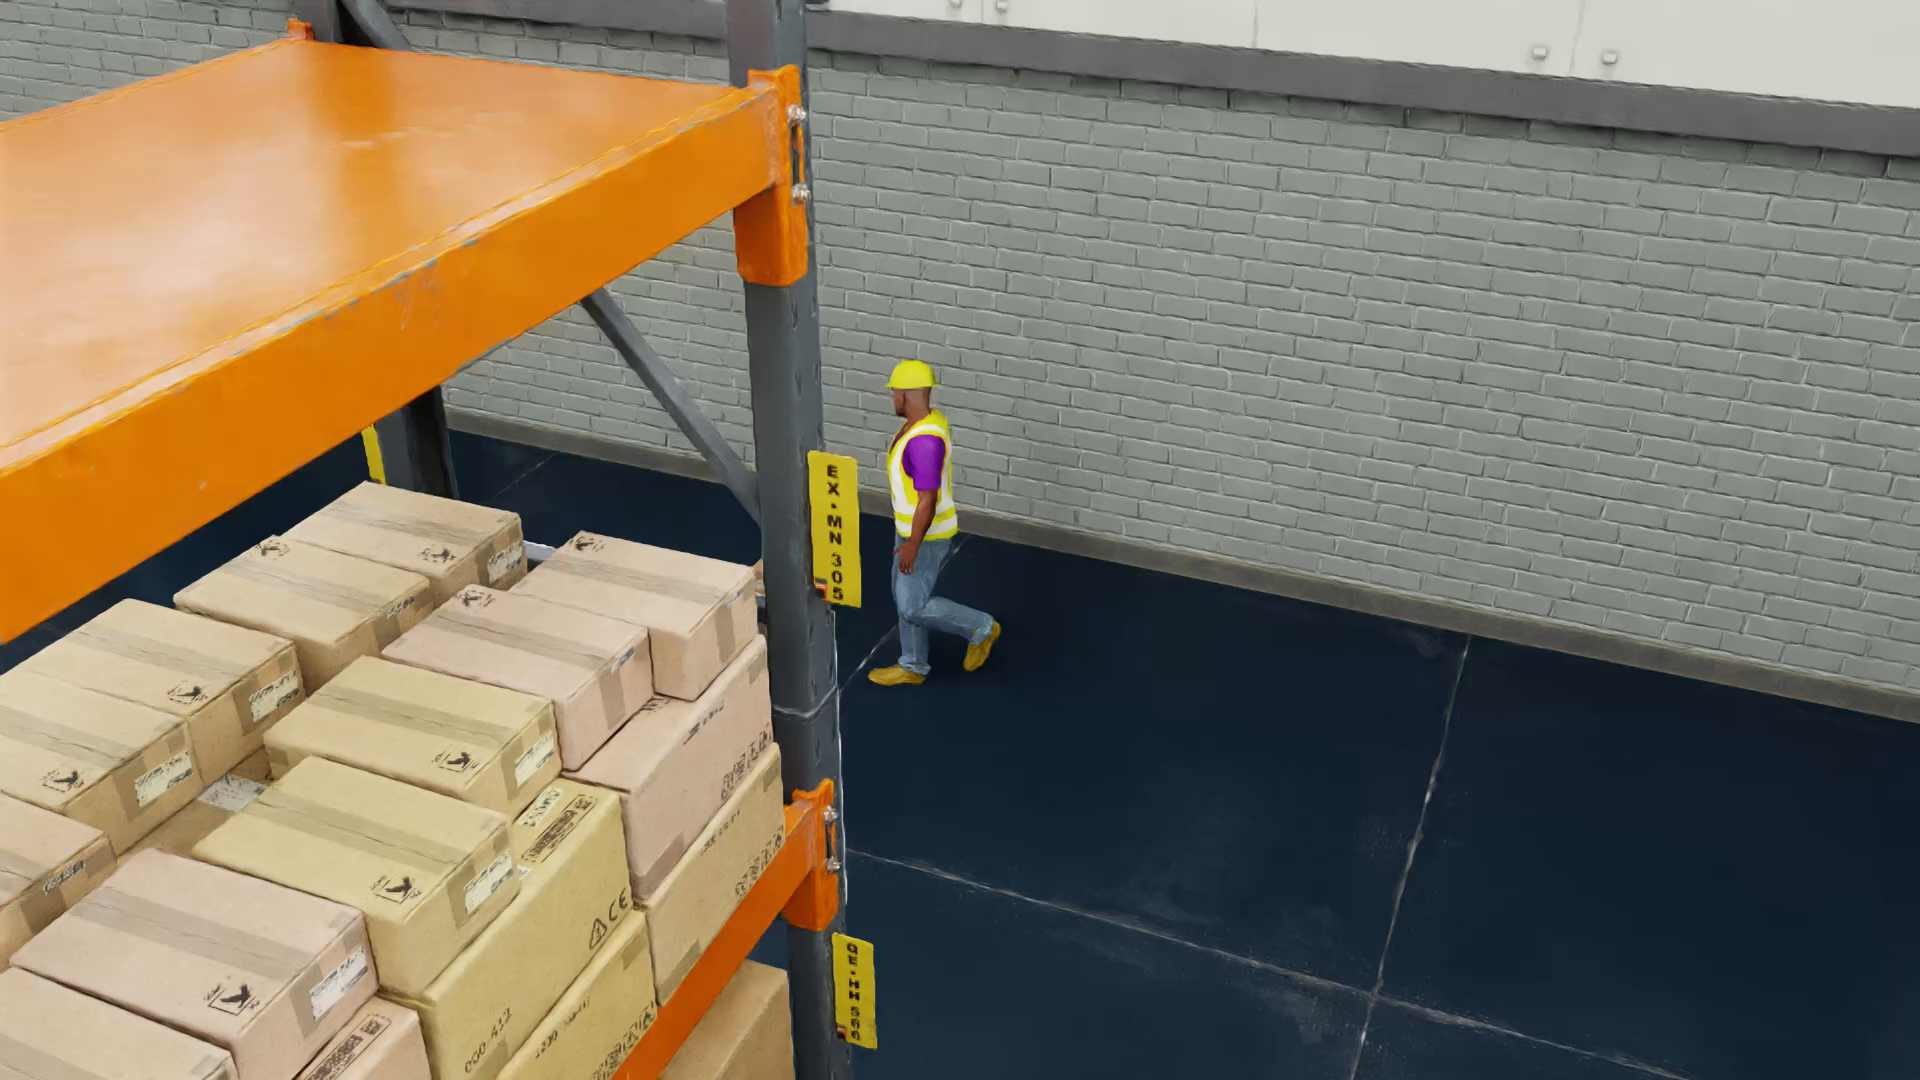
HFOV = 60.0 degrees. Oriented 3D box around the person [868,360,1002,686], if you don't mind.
[{"bbox_3d":[-0.151,-0.069,8.526,0.710,1.745,0.609,-4,30,-6],"label":"person"}]
